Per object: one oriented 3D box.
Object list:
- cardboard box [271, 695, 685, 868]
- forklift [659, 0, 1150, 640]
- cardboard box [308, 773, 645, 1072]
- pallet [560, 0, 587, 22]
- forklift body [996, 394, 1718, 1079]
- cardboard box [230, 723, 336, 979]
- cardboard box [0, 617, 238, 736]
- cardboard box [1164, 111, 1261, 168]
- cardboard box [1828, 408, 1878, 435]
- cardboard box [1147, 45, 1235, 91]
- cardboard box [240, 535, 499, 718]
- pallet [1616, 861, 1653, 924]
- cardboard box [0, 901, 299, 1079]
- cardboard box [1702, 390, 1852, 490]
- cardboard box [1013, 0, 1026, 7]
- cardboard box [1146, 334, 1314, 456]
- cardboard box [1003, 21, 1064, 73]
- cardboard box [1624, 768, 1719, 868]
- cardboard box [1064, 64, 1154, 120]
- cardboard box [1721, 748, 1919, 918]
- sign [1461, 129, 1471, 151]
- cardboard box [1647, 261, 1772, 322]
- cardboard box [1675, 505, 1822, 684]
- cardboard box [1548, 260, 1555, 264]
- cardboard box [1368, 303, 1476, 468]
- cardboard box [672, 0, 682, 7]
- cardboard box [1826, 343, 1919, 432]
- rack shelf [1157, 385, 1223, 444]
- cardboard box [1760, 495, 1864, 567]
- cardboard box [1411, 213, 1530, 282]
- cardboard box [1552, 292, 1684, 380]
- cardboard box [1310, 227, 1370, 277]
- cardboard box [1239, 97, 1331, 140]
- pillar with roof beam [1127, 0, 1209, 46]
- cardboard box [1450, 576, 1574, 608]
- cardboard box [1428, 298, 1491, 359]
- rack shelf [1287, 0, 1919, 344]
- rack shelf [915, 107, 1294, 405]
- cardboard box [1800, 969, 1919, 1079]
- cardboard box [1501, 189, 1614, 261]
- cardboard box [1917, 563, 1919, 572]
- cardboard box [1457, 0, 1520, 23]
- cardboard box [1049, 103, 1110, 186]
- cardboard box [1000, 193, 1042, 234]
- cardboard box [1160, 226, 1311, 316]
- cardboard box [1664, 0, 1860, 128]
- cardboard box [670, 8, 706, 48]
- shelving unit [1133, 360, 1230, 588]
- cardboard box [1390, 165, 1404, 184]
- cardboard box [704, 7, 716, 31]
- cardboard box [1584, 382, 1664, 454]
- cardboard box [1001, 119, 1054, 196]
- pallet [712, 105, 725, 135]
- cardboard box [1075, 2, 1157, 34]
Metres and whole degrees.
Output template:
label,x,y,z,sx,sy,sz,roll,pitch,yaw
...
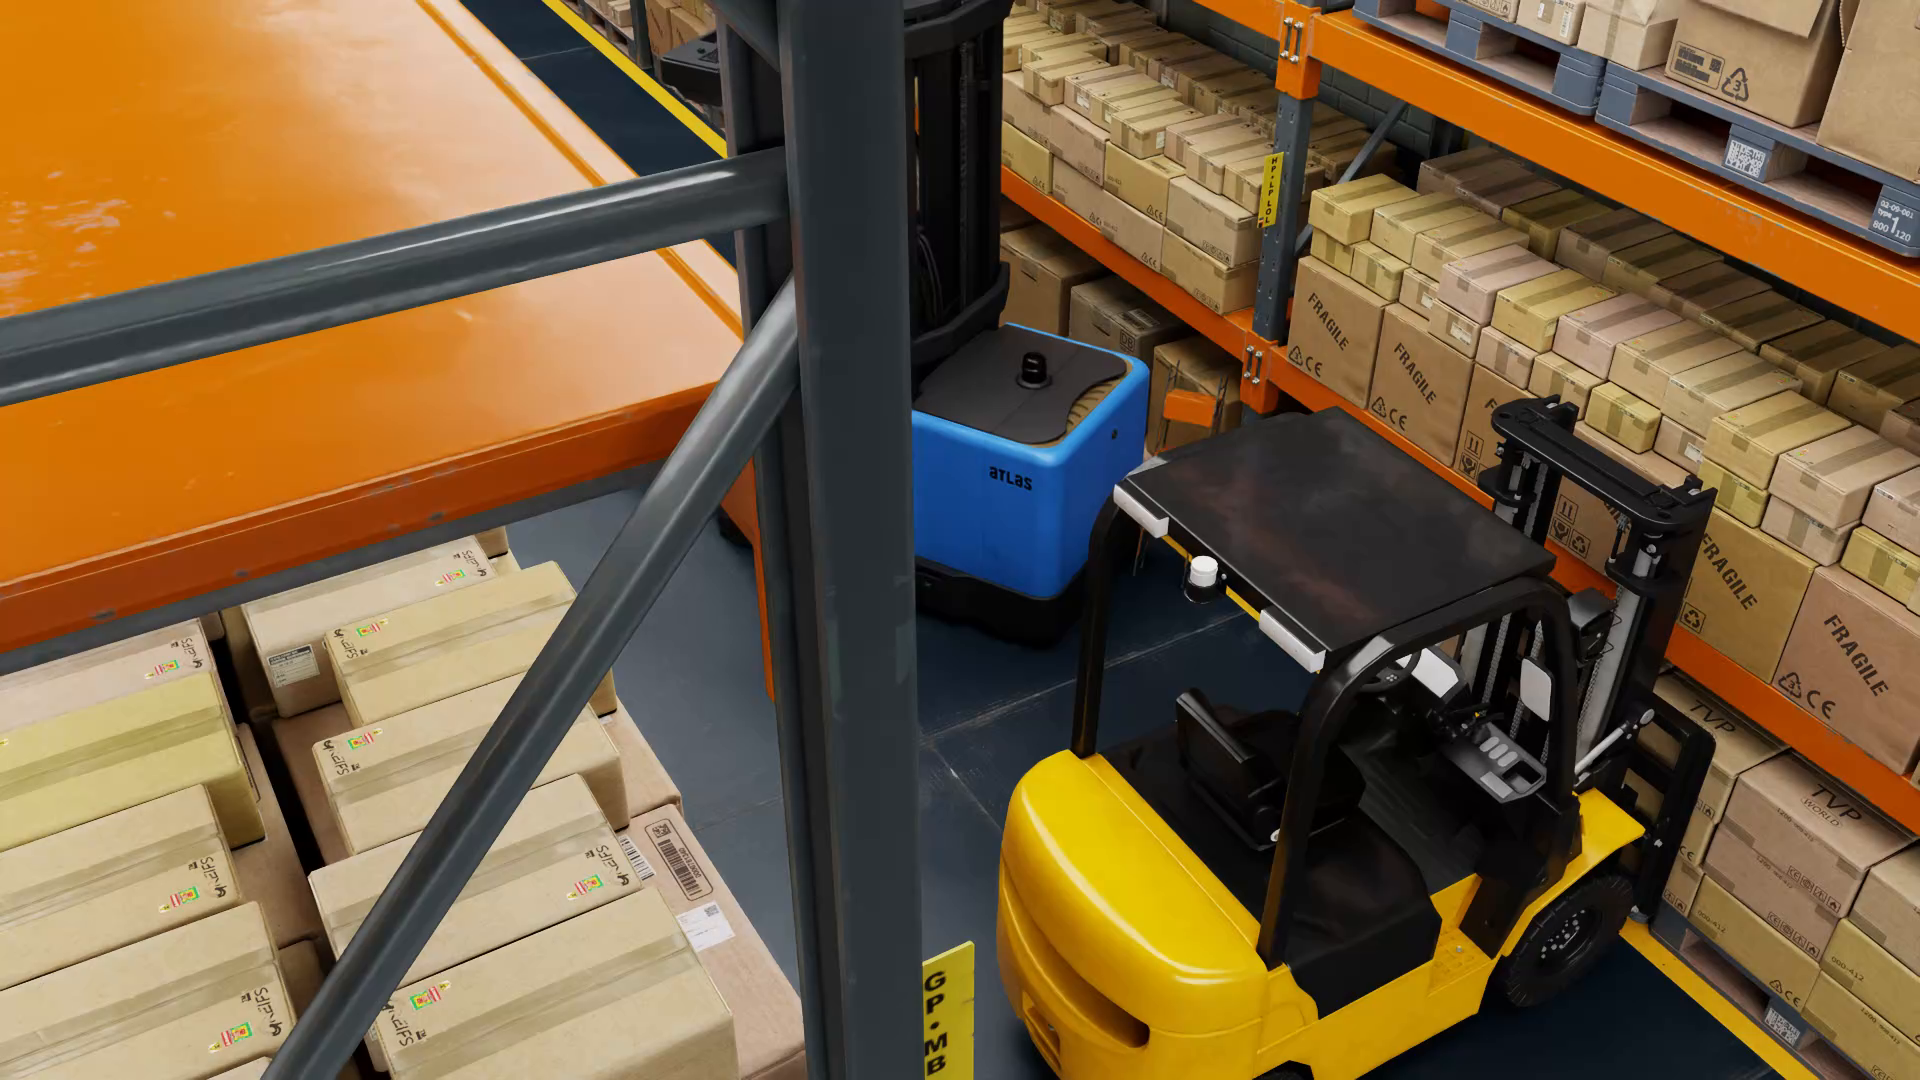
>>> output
label,x,y,z,sx,sy,sz,roll,pitch,yaw
cardboard box,-0.765,0.436,2.669,0.500,0.250,0.500,-20,40,-25
forklift,-0.625,-1.356,7.849,3.031,2.935,1.130,19,40,24
cardboard box,-0.641,0.504,2.237,0.380,0.149,0.250,-19,40,-24
pallet,-3.198,-5.138,15.333,1.003,0.211,1.213,-19,40,-24
forklift body,1.262,0.745,5.633,2.313,2.155,1.214,-19,40,-24
cardboard box,-1.228,0.589,2.460,0.500,0.250,0.500,-19,40,-25
cardboard box,-1.363,0.246,2.591,0.380,0.149,0.250,-19,40,-24
cardboard box,1.196,-1.888,7.884,0.380,0.149,0.250,-19,40,-24
cardboard box,3.261,-0.400,5.847,0.380,0.149,0.250,-18,40,-22
cardboard box,1.196,-2.422,8.615,0.380,0.149,0.250,-19,40,-24
cardboard box,-0.982,0.111,2.776,0.380,0.149,0.250,-19,40,-24
pallet,2.763,0.956,6.989,1.003,0.211,1.213,-19,40,-24
cardboard box,-1.020,0.642,2.049,0.380,0.149,0.250,-18,40,-23
cardboard box,2.702,-0.335,5.505,0.380,0.149,0.250,-18,40,-23
cardboard box,0.416,-3.197,9.676,0.380,0.149,0.250,-19,40,-24
cardboard box,1.510,-0.684,8.528,0.875,0.625,0.625,-17,39,-22
cardboard box,0.336,-2.648,8.925,0.380,0.149,0.250,-18,40,-23
cardboard box,2.757,0.896,6.258,0.500,0.250,0.500,-20,41,-25
cardboard box,0.751,-2.264,8.400,0.380,0.149,0.250,-19,40,-24
cardboard box,3.029,0.965,5.740,0.500,0.250,0.500,-18,40,-23
sign,2.261,-1.758,7.539,0.100,0.325,0.005,-19,40,-24
cardboard box,2.819,-0.897,6.276,0.380,0.149,0.250,-19,40,-24
cardboard box,2.807,0.087,5.730,0.500,0.500,0.500,-20,41,-25
cardboard box,2.447,-1.170,6.902,0.380,0.149,0.250,-18,40,-23
cardboard box,2.055,-0.687,6.790,0.500,0.500,0.500,-18,40,-23
cardboard box,-2.081,-4.332,13.079,0.380,0.149,0.250,-20,41,-25
cardboard box,3.249,-0.522,5.763,0.380,0.149,0.250,-20,41,-25
rack shelf,1.101,-0.577,7.931,0.240,0.259,0.215,13,17,16
cardboard box,2.854,-0.091,5.424,0.380,0.149,0.250,-20,41,-25
cardboard box,2.031,-1.149,6.620,0.380,0.149,0.250,-20,40,-25
cardboard box,2.402,-0.749,6.073,0.380,0.149,0.250,-19,40,-24
cardboard box,1.715,-1.273,7.042,0.380,0.149,0.250,-20,40,-25
cardboard box,1.577,-2.036,8.087,0.380,0.149,0.250,-19,40,-24
pillar with roof beam,-2.515,-4.000,6.324,9.100,9.000,0.400,-19,40,-24
cardboard box,2.262,0.180,6.815,0.500,0.250,0.500,-18,40,-22
cardboard box,2.061,-0.869,6.489,0.380,0.149,0.250,-18,40,-23
rack shelf,2.787,-1.112,5.523,1.077,0.370,4.000,-19,40,-24
rack shelf,0.777,-1.940,9.200,1.077,0.370,4.000,-19,40,-24
cardboard box,3.283,1.624,5.686,0.500,0.250,0.500,-19,40,-24
cardboard box,2.439,-1.289,6.812,0.380,0.149,0.250,-19,40,-24
cardboard box,3.124,0.044,4.986,0.380,0.149,0.250,-18,40,-23
cardboard box,1.989,-2.100,5.900,0.500,0.311,0.500,-18,40,-23
cardboard box,0.798,-2.049,8.443,0.500,0.250,0.500,-18,40,-23
cardboard box,0.409,-1.808,10.067,0.875,0.625,0.625,-18,40,-22
cardboard box,1.303,-1.330,7.882,0.500,0.250,0.500,-18,40,-23
cardboard box,2.670,-1.649,5.120,0.797,0.503,0.637,-18,40,-22
cardboard box,-1.913,-3.869,12.994,0.500,0.500,0.500,-19,40,-25
shelving unit,1.063,-0.317,8.007,0.252,1.050,0.215,13,17,16
cardboard box,1.749,-1.687,7.947,0.500,0.250,0.500,-20,40,-25
cardboard box,-1.699,-3.931,12.529,0.380,0.149,0.250,-19,40,-24
cardboard box,2.475,-0.478,5.954,0.380,0.149,0.250,-20,41,-25
cardboard box,0.557,-2.108,8.947,0.500,0.250,0.500,-18,40,-22
pallet,-1.179,-3.138,12.595,1.003,0.211,1.213,-19,40,-24
cardboard box,0.862,-2.833,9.178,0.380,0.149,0.250,-20,40,-25
